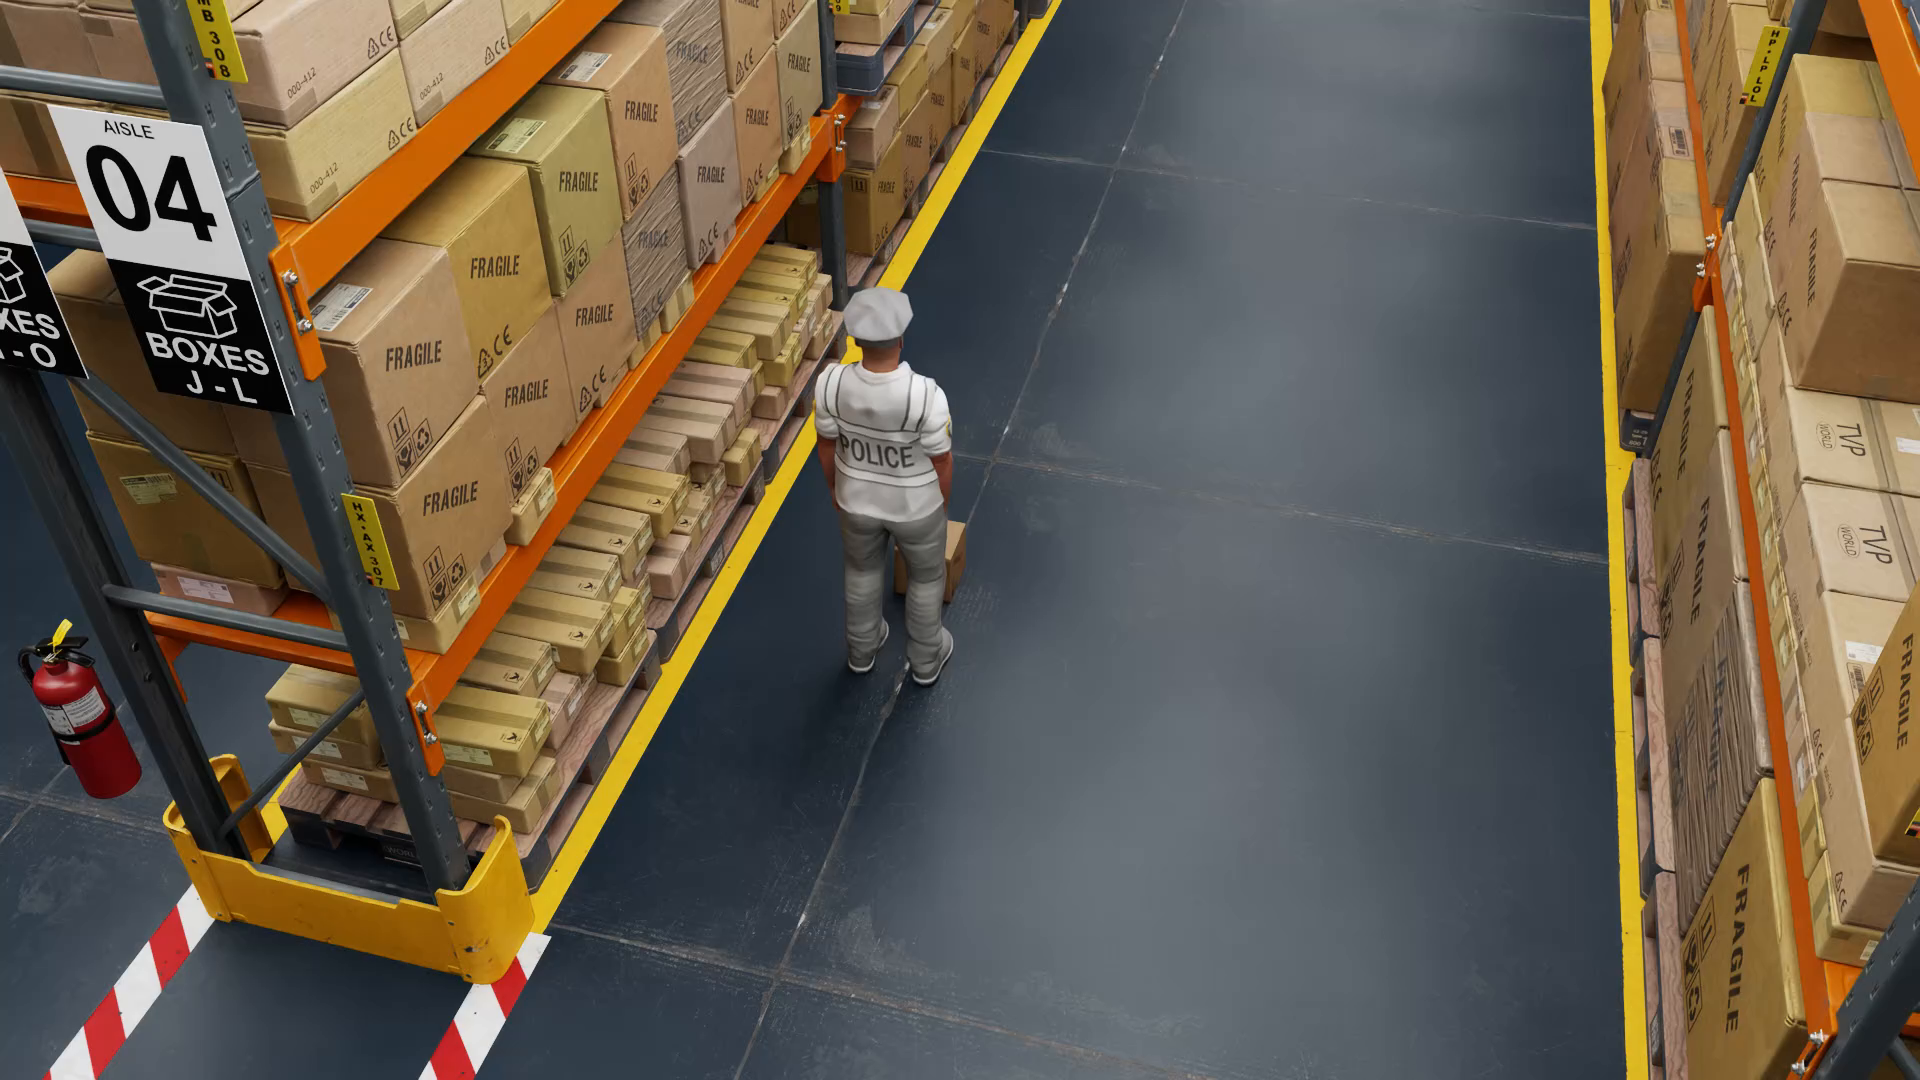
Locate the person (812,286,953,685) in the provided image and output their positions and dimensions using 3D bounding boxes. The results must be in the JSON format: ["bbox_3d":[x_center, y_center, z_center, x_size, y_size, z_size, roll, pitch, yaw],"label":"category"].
[{"bbox_3d":[-0.272,-0.185,6.362,0.526,1.760,0.393,10,42,12],"label":"person"}]
